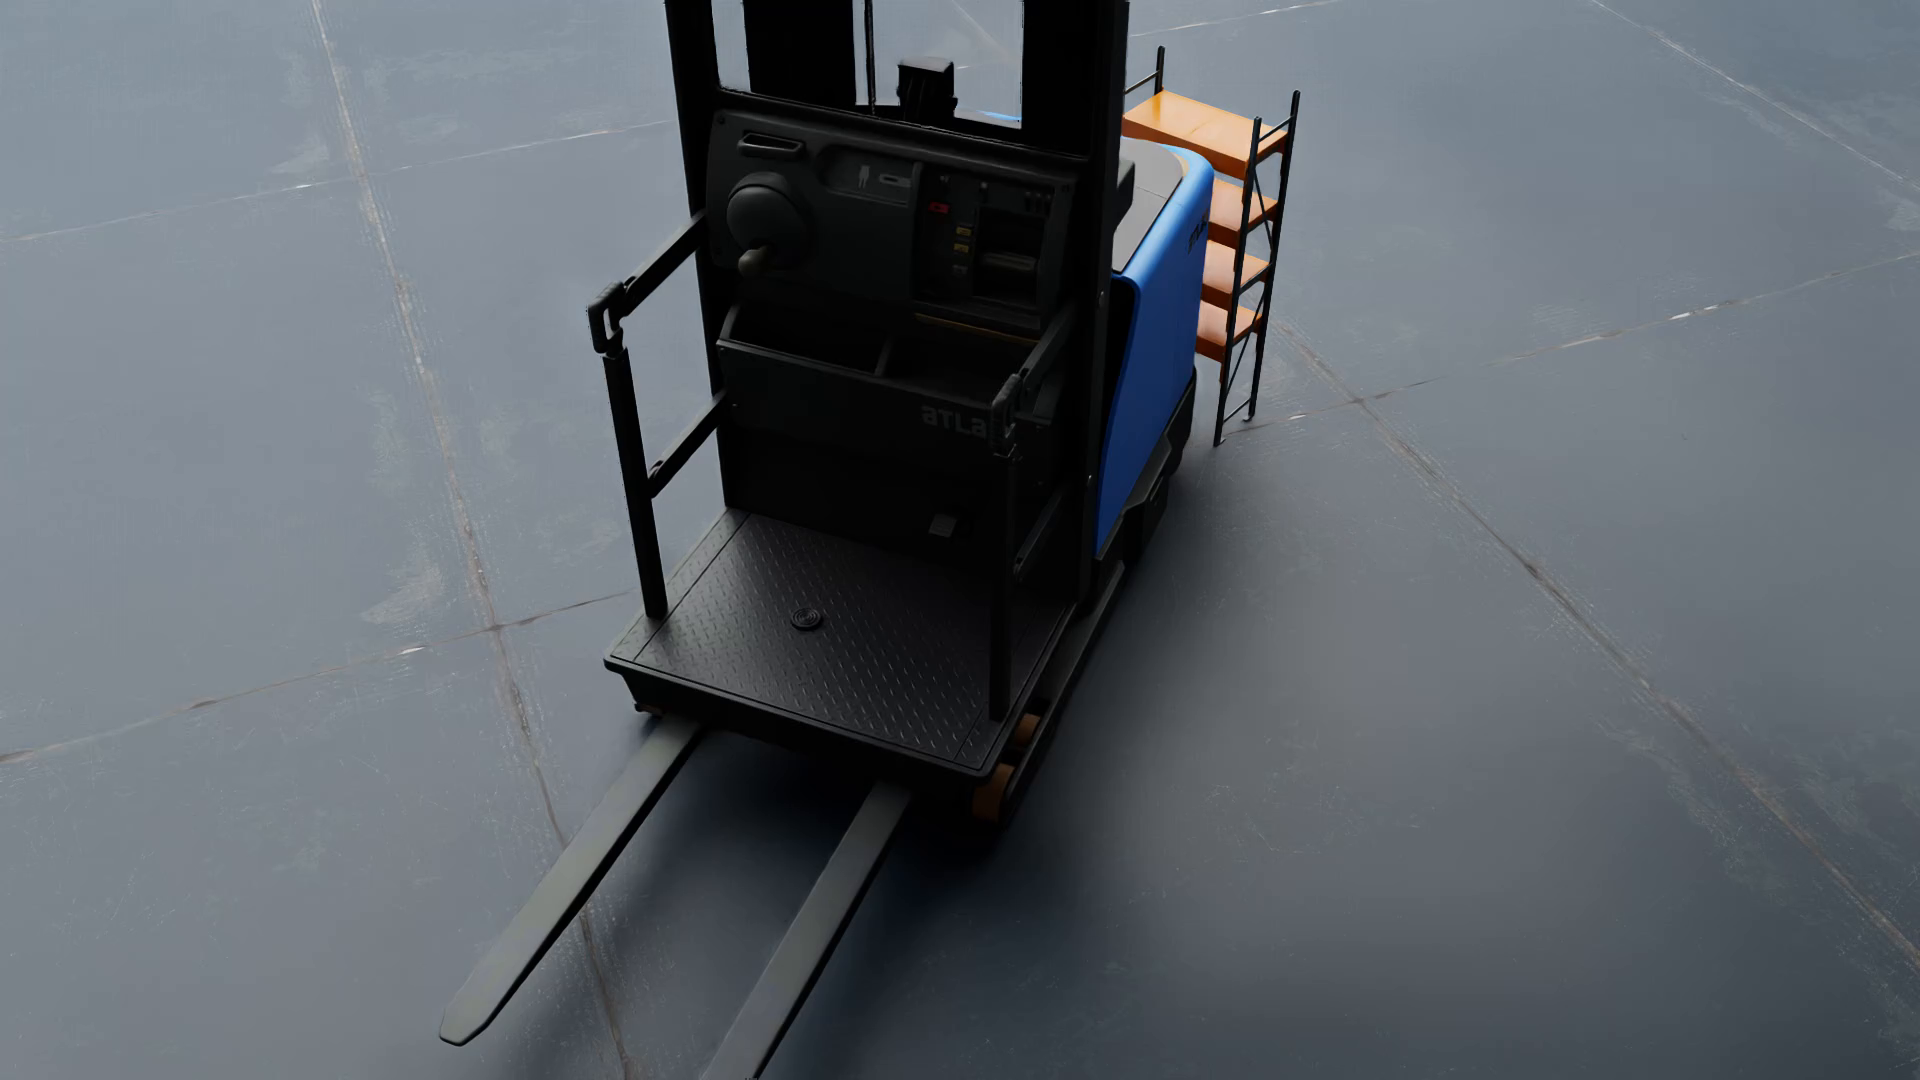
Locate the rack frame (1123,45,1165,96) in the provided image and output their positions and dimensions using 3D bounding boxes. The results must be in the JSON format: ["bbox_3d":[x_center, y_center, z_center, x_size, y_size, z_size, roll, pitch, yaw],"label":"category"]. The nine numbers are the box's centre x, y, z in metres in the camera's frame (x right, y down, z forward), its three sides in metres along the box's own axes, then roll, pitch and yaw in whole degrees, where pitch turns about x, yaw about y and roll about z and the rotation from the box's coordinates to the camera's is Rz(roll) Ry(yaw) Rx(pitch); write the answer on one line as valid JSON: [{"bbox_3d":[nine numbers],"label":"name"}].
[{"bbox_3d":[0.561,-1.034,5.532,0.015,1.200,0.240,28,48,29],"label":"rack frame"}]

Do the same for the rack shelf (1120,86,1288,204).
[{"bbox_3d":[0.749,-1.230,5.158,0.480,0.148,0.258,28,48,29],"label":"rack shelf"}]

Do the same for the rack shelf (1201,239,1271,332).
[{"bbox_3d":[0.749,-0.881,5.458,0.480,0.148,0.258,28,48,29],"label":"rack shelf"}]

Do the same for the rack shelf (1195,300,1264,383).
[{"bbox_3d":[0.749,-0.731,5.587,0.480,0.148,0.258,28,48,29],"label":"rack shelf"}]

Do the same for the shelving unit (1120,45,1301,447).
[{"bbox_3d":[0.749,-0.932,5.414,0.503,1.200,0.258,28,48,29],"label":"shelving unit"}]

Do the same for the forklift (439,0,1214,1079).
[{"bbox_3d":[-0.258,-0.683,3.796,1.130,2.935,3.031,15,43,17],"label":"forklift"}]

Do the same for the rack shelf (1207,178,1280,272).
[{"bbox_3d":[0.749,-1.051,5.312,0.480,0.148,0.258,28,48,29],"label":"rack shelf"}]

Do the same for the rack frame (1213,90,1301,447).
[{"bbox_3d":[0.937,-0.831,5.296,0.015,1.200,0.240,28,48,29],"label":"rack frame"}]
